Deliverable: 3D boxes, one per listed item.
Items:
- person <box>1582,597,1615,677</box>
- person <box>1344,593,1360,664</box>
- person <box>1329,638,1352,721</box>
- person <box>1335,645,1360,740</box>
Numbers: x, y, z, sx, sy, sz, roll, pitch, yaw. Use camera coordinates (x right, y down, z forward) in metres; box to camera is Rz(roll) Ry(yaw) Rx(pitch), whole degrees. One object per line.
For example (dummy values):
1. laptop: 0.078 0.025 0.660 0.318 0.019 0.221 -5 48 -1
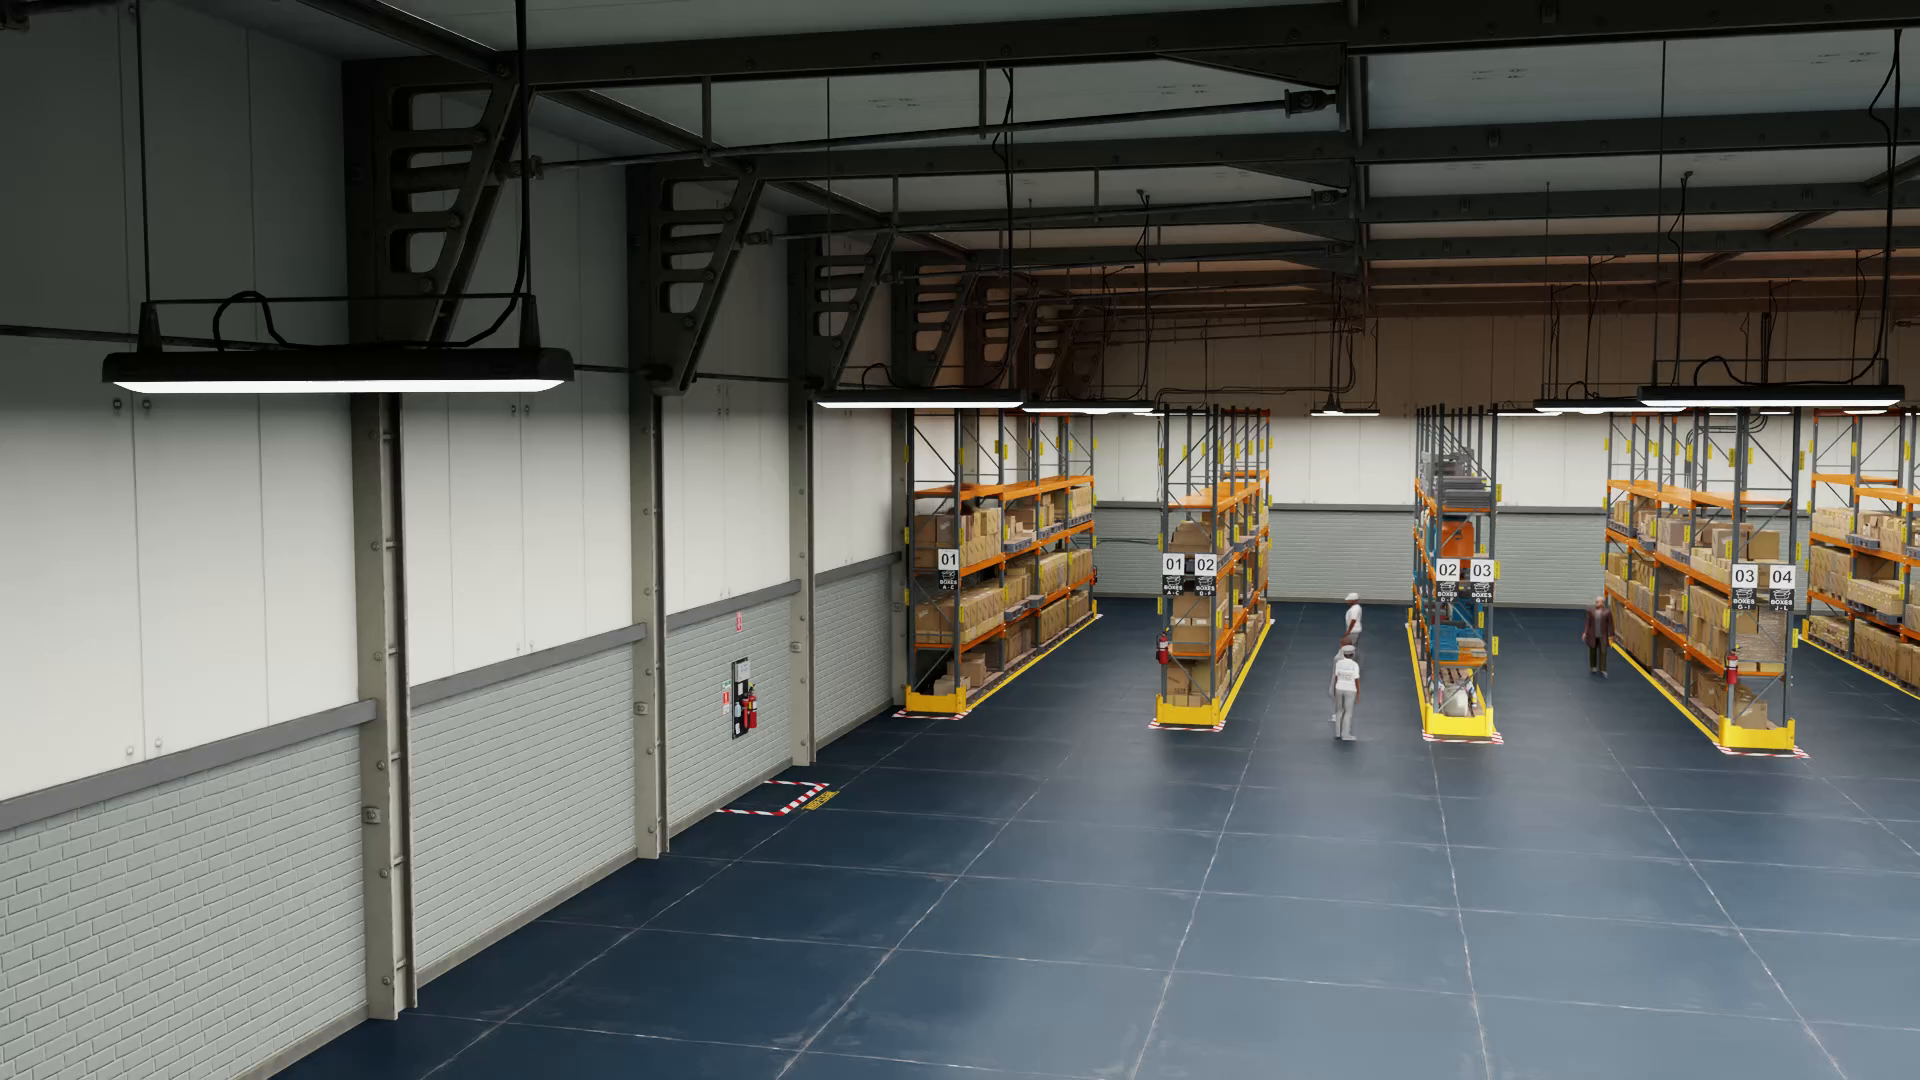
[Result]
1. person: 14.243 2.135 37.074 0.700 1.734 1.023 1 4 15
2. person: 8.878 2.085 37.713 0.408 1.776 0.582 1 4 18
3. person: 7.208 2.653 31.523 0.416 1.627 0.431 -2 5 -25
4. person: 6.927 2.729 29.663 0.479 1.699 0.426 4 6 43
